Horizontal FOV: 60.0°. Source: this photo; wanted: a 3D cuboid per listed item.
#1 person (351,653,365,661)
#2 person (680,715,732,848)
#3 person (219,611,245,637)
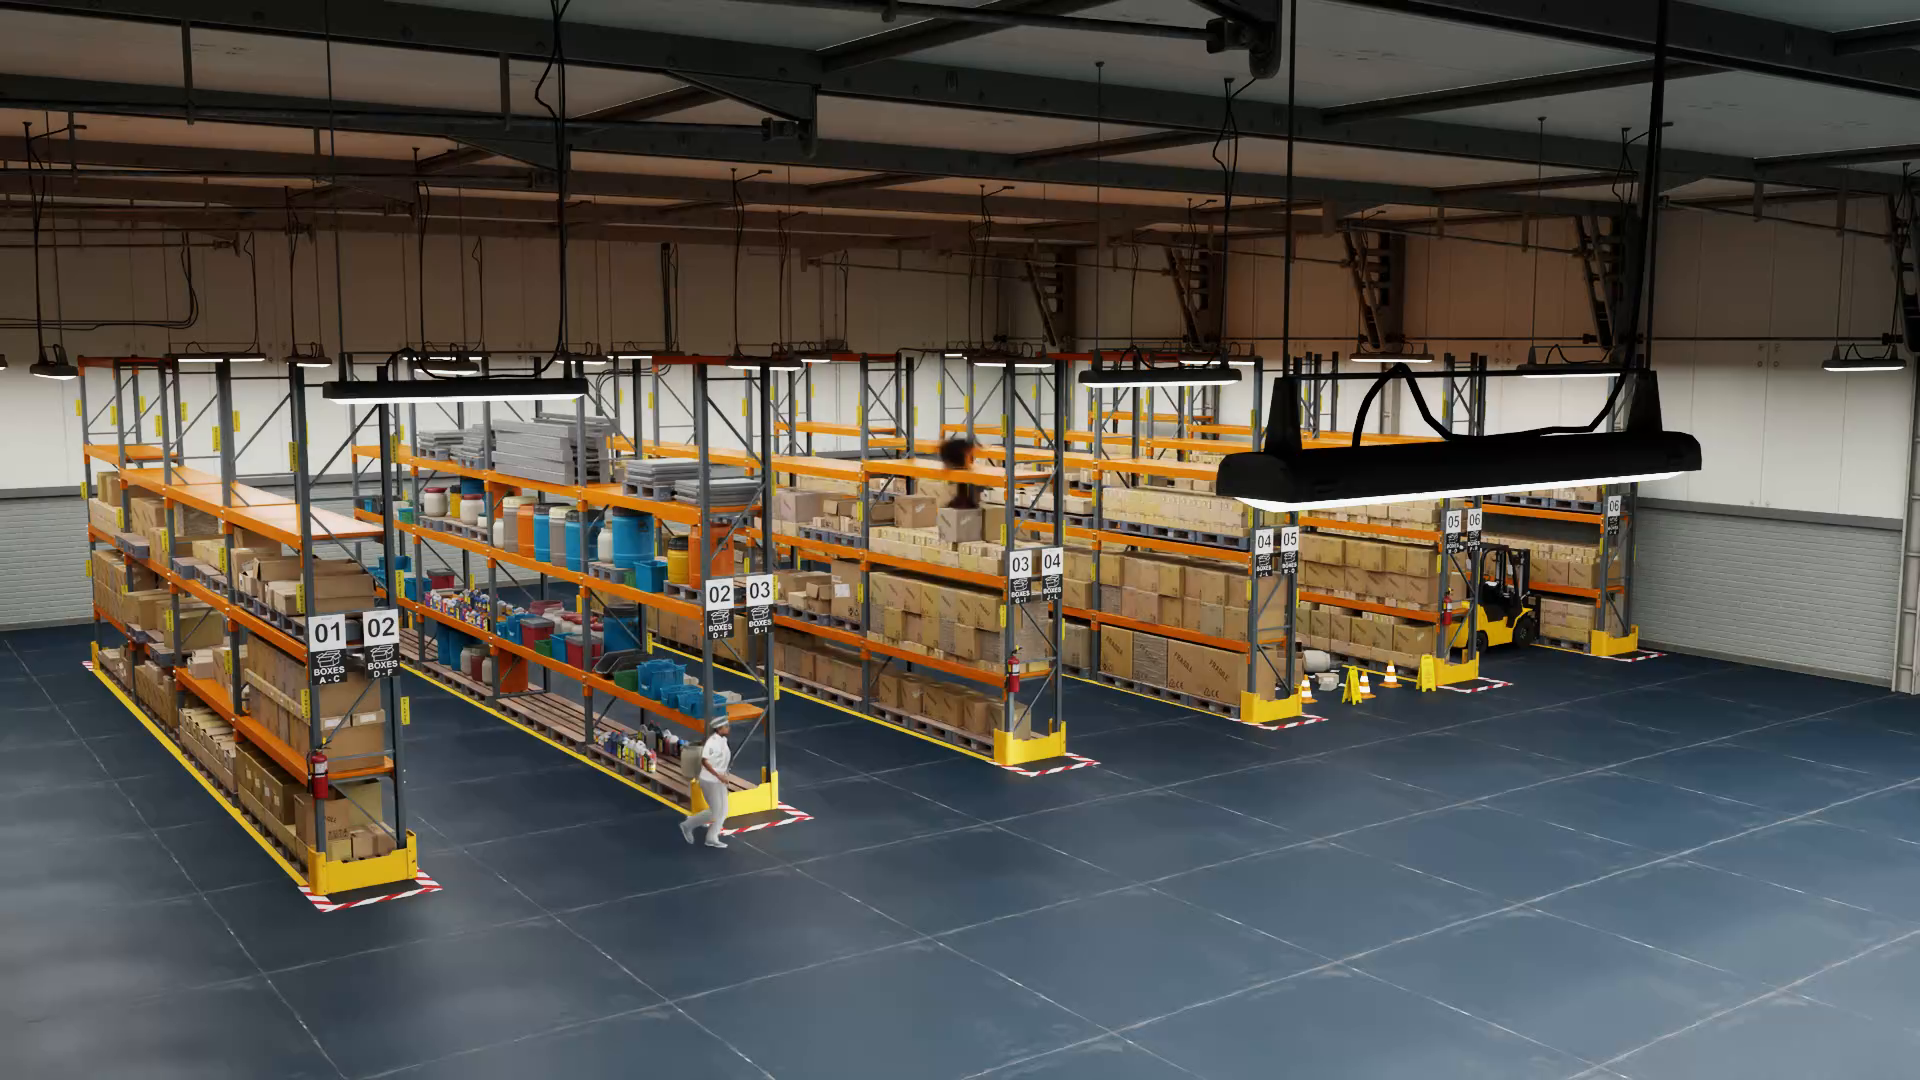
[{"bbox_3d":[-9.609,2.353,26.208,0.608,1.692,0.717,-5,9,-38],"label":"person"},{"bbox_3d":[-3.154,3.010,20.867,0.620,1.657,0.598,1,7,12],"label":"person"},{"bbox_3d":[-14.434,1.514,32.815,0.779,1.721,0.611,5,9,38],"label":"person"}]
